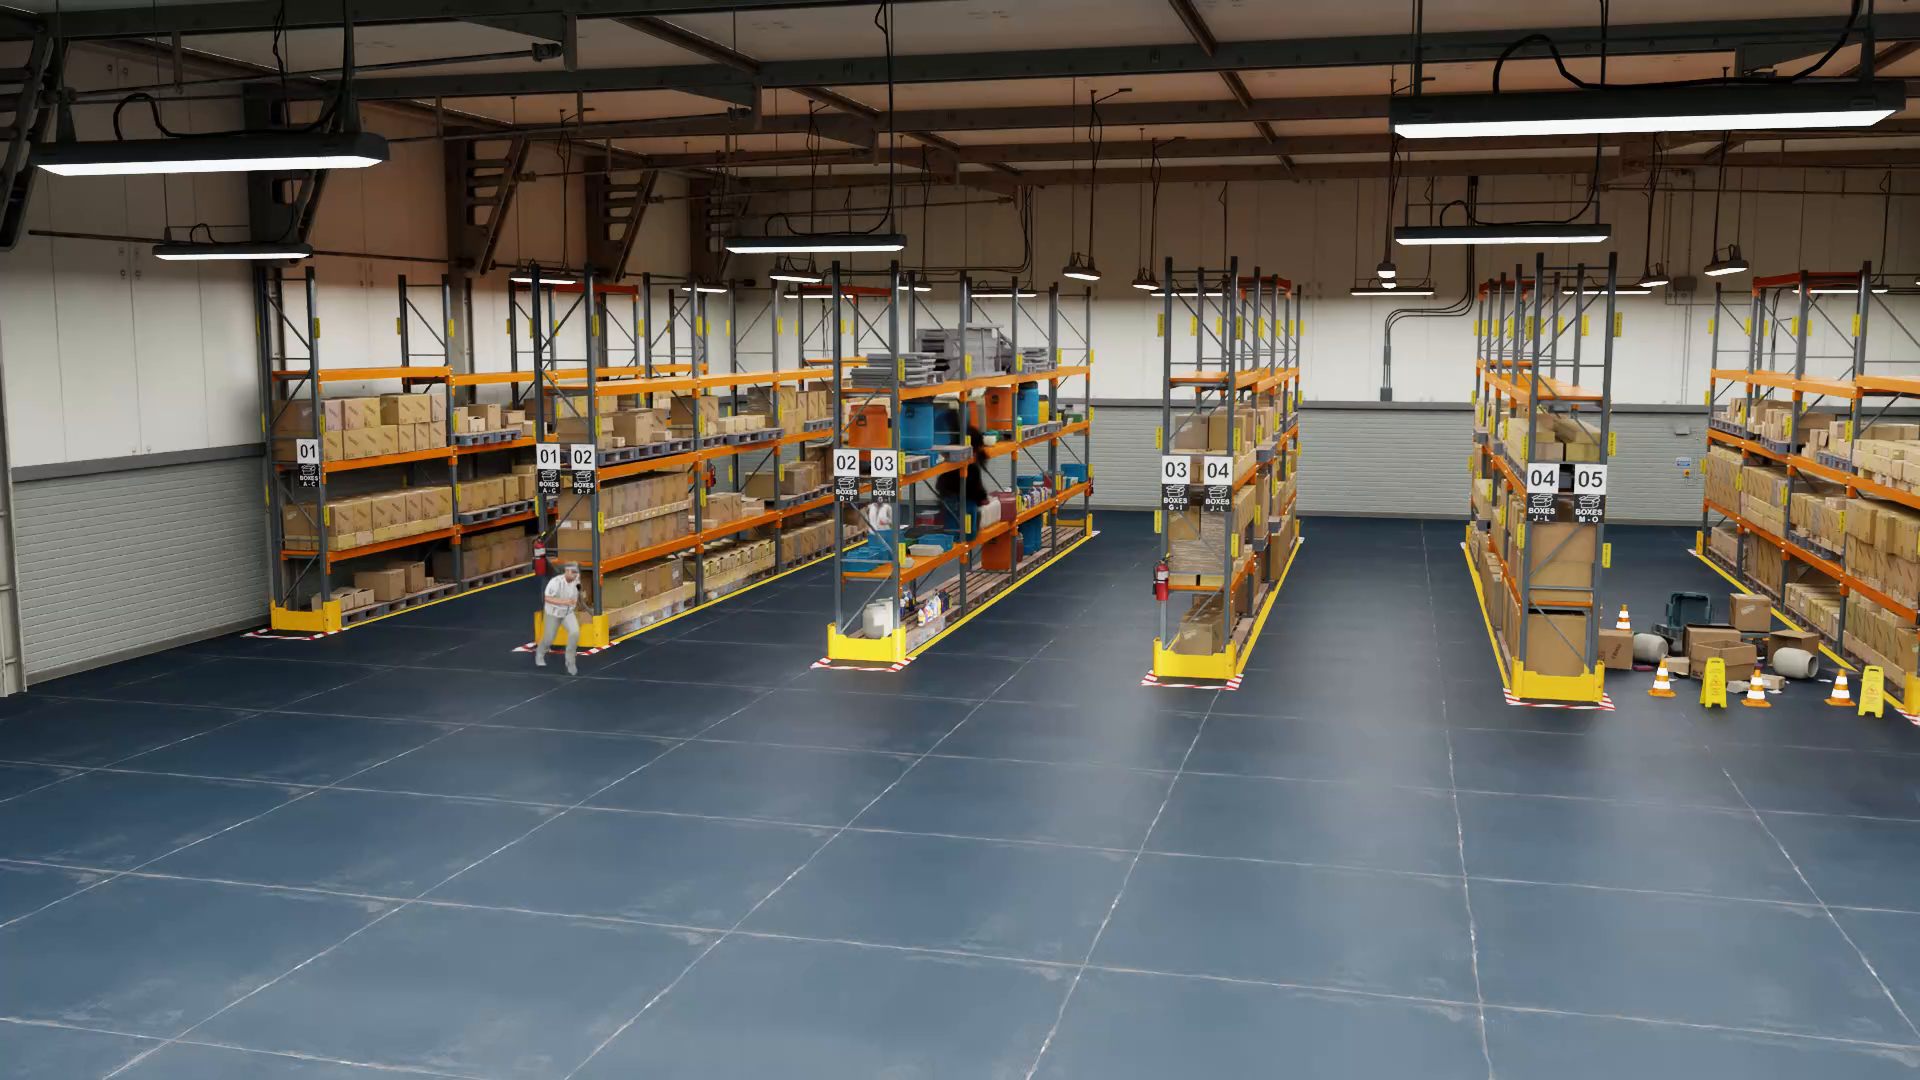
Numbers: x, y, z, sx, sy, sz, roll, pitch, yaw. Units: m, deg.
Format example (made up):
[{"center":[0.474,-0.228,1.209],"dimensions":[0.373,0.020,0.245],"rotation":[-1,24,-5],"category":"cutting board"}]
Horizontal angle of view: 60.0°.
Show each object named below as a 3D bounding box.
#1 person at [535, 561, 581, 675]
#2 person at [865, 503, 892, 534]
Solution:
[{"center":[-5.888,1.129,24.391],"dimensions":[1.023,1.718,0.705],"rotation":[6,9,40],"category":"person"},{"center":[-1.641,-0.166,33.646],"dimensions":[0.620,1.736,0.813],"rotation":[0,7,3],"category":"person"}]
